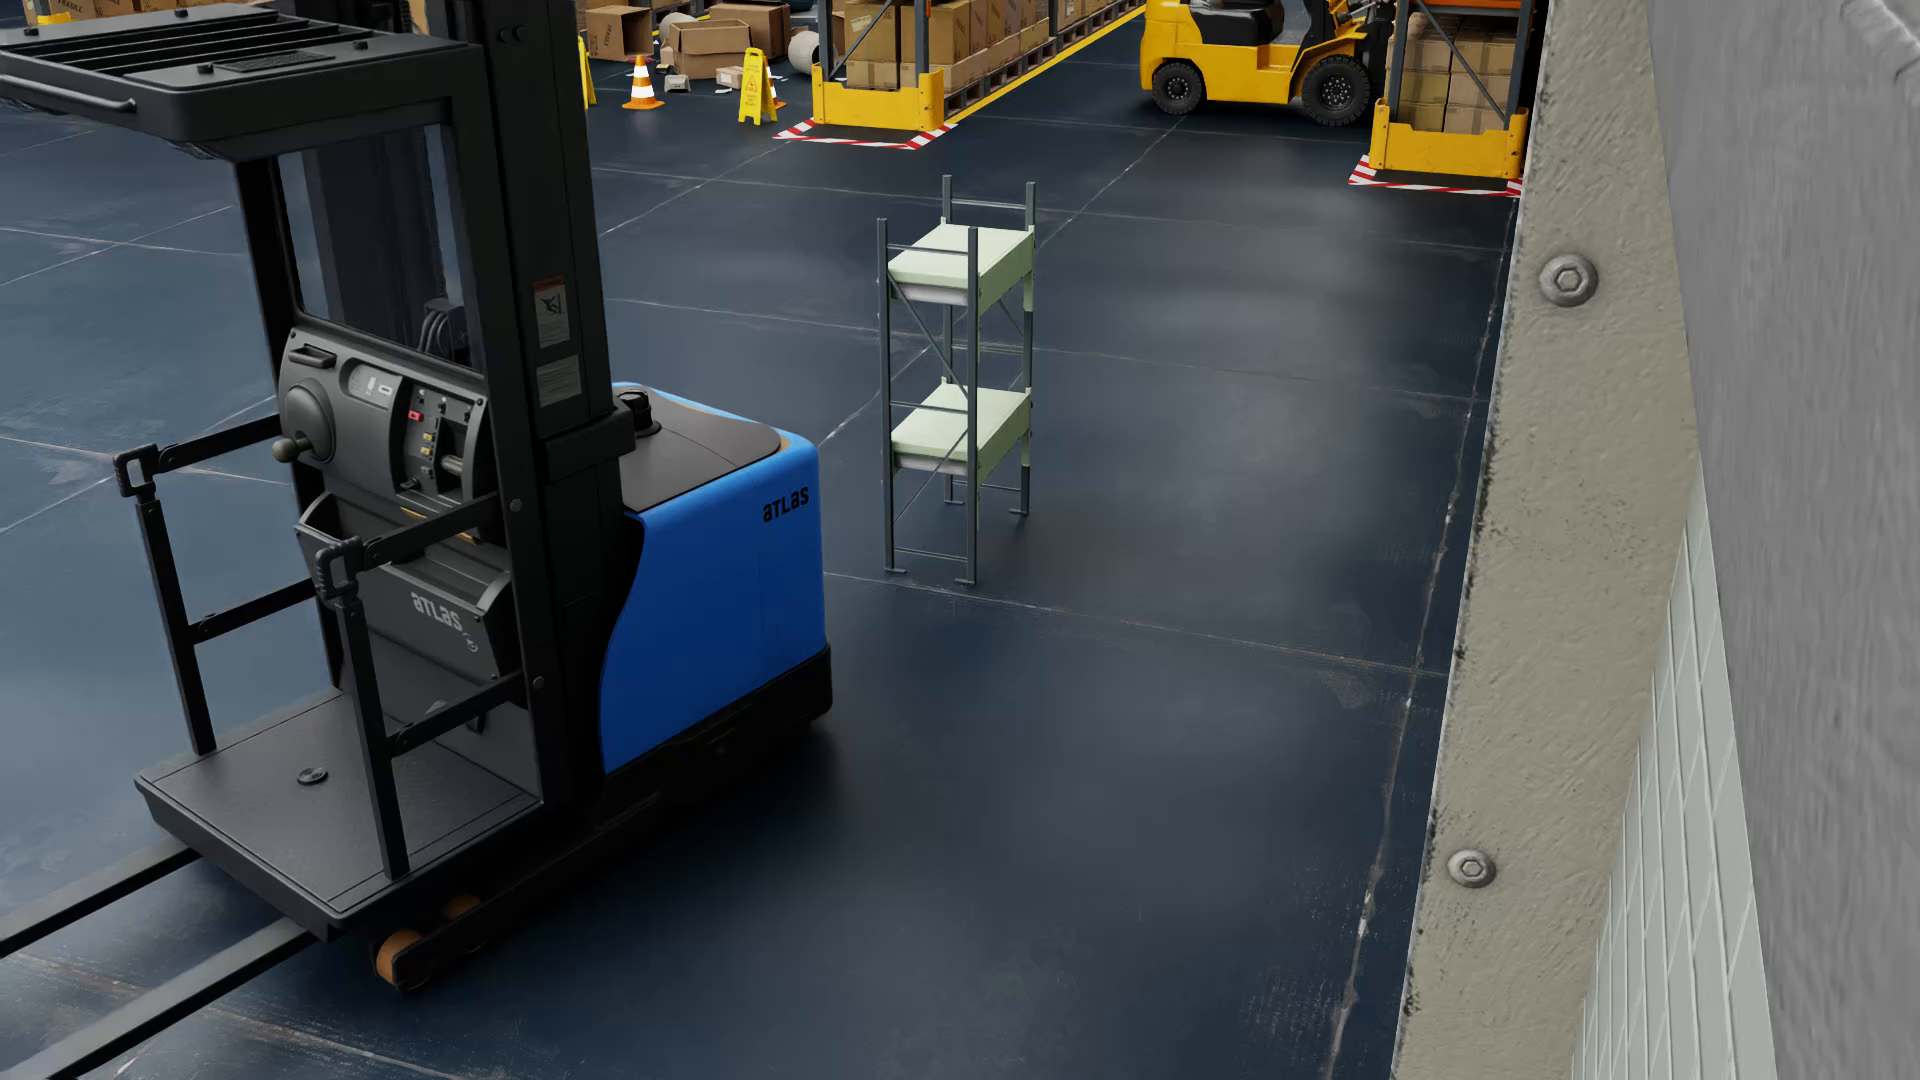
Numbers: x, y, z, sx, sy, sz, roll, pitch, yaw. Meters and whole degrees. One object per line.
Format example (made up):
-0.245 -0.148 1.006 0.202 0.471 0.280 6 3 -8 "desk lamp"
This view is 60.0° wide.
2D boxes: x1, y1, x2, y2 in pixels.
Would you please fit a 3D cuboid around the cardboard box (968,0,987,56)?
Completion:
-0.056 -4.885 15.710 0.500 0.500 0.500 8 27 16 "cardboard box"

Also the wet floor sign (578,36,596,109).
-3.606 -4.397 15.590 0.267 0.644 0.232 4 26 8 "wet floor sign"

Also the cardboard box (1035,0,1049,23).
0.625 -5.730 17.455 0.500 0.500 0.500 8 27 17 "cardboard box"

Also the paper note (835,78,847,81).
-1.196 -4.692 16.907 0.142 0.019 0.148 0 26 -1 "paper note"

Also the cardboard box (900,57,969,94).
-0.233 -4.322 15.408 0.500 0.250 0.500 9 27 17 "cardboard box"

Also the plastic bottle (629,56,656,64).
-3.390 -5.130 17.776 0.283 0.061 0.133 0 26 -1 "plastic bottle"

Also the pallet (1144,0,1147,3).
2.234 -7.425 22.342 1.003 0.211 1.213 9 27 17 "pallet"

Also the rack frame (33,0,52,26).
-10.107 -6.516 17.266 1.000 3.000 0.127 9 27 17 "rack frame"

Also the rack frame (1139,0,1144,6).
1.900 -8.367 21.088 1.000 3.000 0.127 9 27 17 "rack frame"

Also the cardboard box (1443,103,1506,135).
4.268 -3.486 13.681 0.500 0.250 0.500 9 27 18 "cardboard box"

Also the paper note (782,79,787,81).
-1.781 -4.676 16.896 0.032 0.001 0.123 9 27 17 "paper note"

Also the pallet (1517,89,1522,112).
4.543 -3.926 15.116 1.003 0.211 1.213 9 27 17 "pallet"

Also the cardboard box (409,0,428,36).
-5.300 -5.276 16.662 0.875 0.875 0.875 9 27 18 "cardboard box"

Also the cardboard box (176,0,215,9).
-9.263 -6.562 19.748 0.500 0.500 0.500 6 27 13 "cardboard box"

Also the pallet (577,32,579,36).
-4.864 -5.340 18.037 1.003 0.211 1.213 9 27 17 "pallet"

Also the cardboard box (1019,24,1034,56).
0.458 -5.172 17.164 0.500 0.250 0.500 8 27 16 "cardboard box"

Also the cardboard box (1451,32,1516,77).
4.258 -3.932 13.456 0.500 0.250 0.500 8 27 17 "cardboard box"

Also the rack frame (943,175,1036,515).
0.120 -0.823 7.228 0.400 1.500 0.023 9 27 17 "rack frame"

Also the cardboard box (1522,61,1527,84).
5.119 -4.518 15.813 0.500 0.250 0.500 9 27 17 "cardboard box"

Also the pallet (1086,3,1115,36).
1.231 -6.291 20.001 1.003 0.211 1.213 9 27 17 "pallet"

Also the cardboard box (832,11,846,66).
-1.071 -5.356 17.735 0.500 0.500 0.500 -14 29 -27 "cardboard box"

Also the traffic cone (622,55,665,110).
-2.995 -4.322 15.646 0.336 0.463 0.334 9 27 17 "traffic cone"

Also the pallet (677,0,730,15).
-3.542 -6.975 21.414 1.003 0.211 1.213 9 27 17 "pallet"

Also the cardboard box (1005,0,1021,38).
0.289 -5.311 16.589 0.500 0.500 0.500 10 28 20 "cardboard box"

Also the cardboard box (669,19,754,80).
-2.565 -5.044 17.091 0.797 0.503 0.637 -9 27 -18 "cardboard box"

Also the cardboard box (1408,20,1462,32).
3.944 -4.207 14.024 0.500 0.250 0.500 9 27 18 "cardboard box"

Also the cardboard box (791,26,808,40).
-1.726 -5.469 18.240 0.258 0.266 0.396 -9 27 -18 "cardboard box"

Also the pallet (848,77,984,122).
-0.433 -4.184 15.649 1.003 0.211 1.213 9 27 17 "pallet"

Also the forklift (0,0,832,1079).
-1.759 -0.307 4.521 1.130 2.935 3.031 19 32 34 "forklift"

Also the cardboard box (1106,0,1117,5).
1.465 -6.838 20.464 0.950 0.372 0.625 8 27 16 "cardboard box"

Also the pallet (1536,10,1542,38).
6.271 -6.061 19.525 1.003 0.211 1.213 9 27 17 "pallet"

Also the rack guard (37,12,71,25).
-10.082 -5.422 17.875 1.175 0.500 0.348 9 27 17 "rack guard"

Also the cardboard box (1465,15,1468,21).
4.278 -4.623 14.883 0.500 0.250 0.500 8 27 16 "cardboard box"

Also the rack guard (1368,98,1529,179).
3.912 -3.226 13.339 1.175 0.500 0.348 9 27 17 "rack guard"

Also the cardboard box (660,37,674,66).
-2.968 -5.195 17.675 0.396 0.266 0.258 14 29 26 "cardboard box"

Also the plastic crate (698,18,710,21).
-2.955 -5.898 19.150 0.662 0.188 0.450 -20 23 -36 "plastic crate"

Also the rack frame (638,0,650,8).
-4.132 -7.399 19.090 1.000 3.000 0.127 9 27 17 "rack frame"

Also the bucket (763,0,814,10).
-2.004 -6.220 18.666 0.726 0.611 0.620 20 22 35 "bucket"

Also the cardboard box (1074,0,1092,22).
0.977 -6.241 19.231 0.950 0.372 0.625 11 28 21 "cardboard box"

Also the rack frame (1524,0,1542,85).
5.251 -6.005 16.210 1.000 3.000 0.127 9 27 17 "rack frame"

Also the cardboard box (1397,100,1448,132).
3.778 -3.551 13.816 0.500 0.250 0.500 9 27 18 "cardboard box"

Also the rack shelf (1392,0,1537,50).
4.586 -4.859 14.669 1.077 0.370 4.000 9 27 17 "rack shelf"

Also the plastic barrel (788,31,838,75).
-1.502 -4.988 17.066 0.421 0.421 0.512 -14 29 -27 "plastic barrel"

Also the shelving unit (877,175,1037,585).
-0.002 -0.672 6.917 0.431 1.500 0.755 9 27 17 "shelving unit"

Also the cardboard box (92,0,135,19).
-9.717 -6.085 18.762 0.500 0.500 0.500 17 30 31 "cardboard box"

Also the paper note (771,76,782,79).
-1.900 -4.742 17.022 0.148 0.019 0.142 20 32 35 "paper note"

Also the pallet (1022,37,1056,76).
0.379 -5.187 17.720 1.003 0.211 1.213 9 27 17 "pallet"

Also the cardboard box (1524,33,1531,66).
4.957 -4.530 15.263 0.500 0.250 0.500 9 27 17 "cardboard box"

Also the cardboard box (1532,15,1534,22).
5.282 -4.951 16.134 0.500 0.250 0.500 8 27 16 "cardboard box"

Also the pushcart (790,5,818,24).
-1.598 -5.853 18.905 1.648 0.377 0.936 0 26 -1 "pushcart"

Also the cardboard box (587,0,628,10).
-4.408 -6.384 18.949 0.875 0.875 0.875 9 27 18 "cardboard box"

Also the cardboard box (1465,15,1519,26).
4.598 -4.342 14.302 0.500 0.250 0.500 9 27 17 "cardboard box"

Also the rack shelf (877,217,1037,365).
-0.002 -1.024 6.747 0.431 0.370 0.720 9 27 17 "rack shelf"

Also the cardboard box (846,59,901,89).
-0.739 -4.412 15.593 0.500 0.250 0.500 9 27 17 "cardboard box"

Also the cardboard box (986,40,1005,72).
0.114 -4.757 16.306 0.500 0.250 0.500 11 28 21 "cardboard box"
